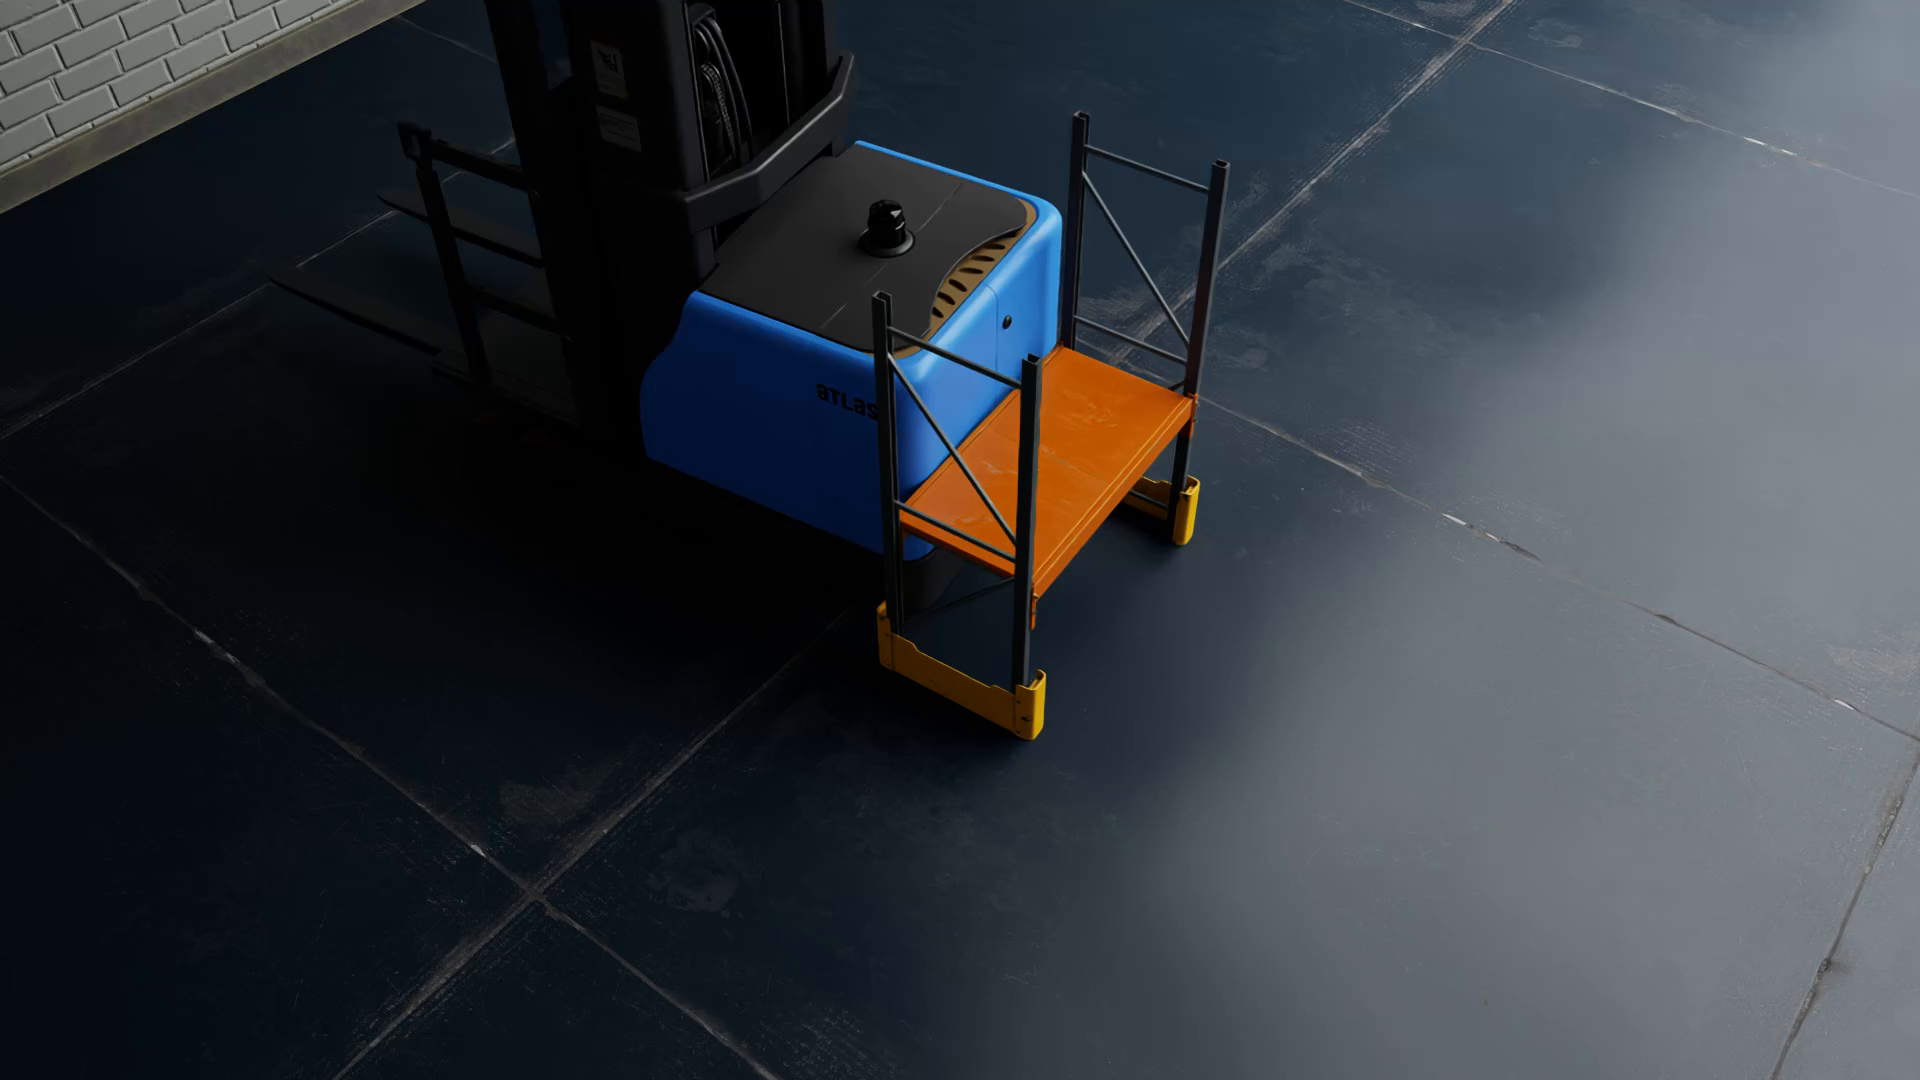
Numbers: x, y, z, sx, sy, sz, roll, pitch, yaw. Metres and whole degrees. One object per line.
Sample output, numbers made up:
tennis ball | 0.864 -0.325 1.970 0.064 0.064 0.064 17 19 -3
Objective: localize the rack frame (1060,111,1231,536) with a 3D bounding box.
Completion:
rack frame | 0.547 -0.634 5.319 0.500 1.500 0.032 25 51 22

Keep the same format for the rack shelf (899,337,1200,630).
rack shelf | 0.268 -0.203 5.155 0.538 0.185 1.000 25 51 22

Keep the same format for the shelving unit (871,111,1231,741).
shelving unit | 0.273 -0.332 5.030 0.587 1.500 1.083 25 51 22

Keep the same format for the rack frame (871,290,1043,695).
rack frame | -0.012 -0.020 4.732 0.500 1.500 0.032 25 51 22

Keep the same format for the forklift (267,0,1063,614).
forklift | -1.197 -1.558 5.212 3.031 2.935 1.130 22 50 20

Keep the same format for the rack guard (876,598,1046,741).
rack guard | -0.001 0.400 5.195 0.587 0.250 0.087 25 51 22

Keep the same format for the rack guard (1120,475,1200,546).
rack guard | 0.546 -0.202 5.770 0.587 0.250 0.087 25 51 22
